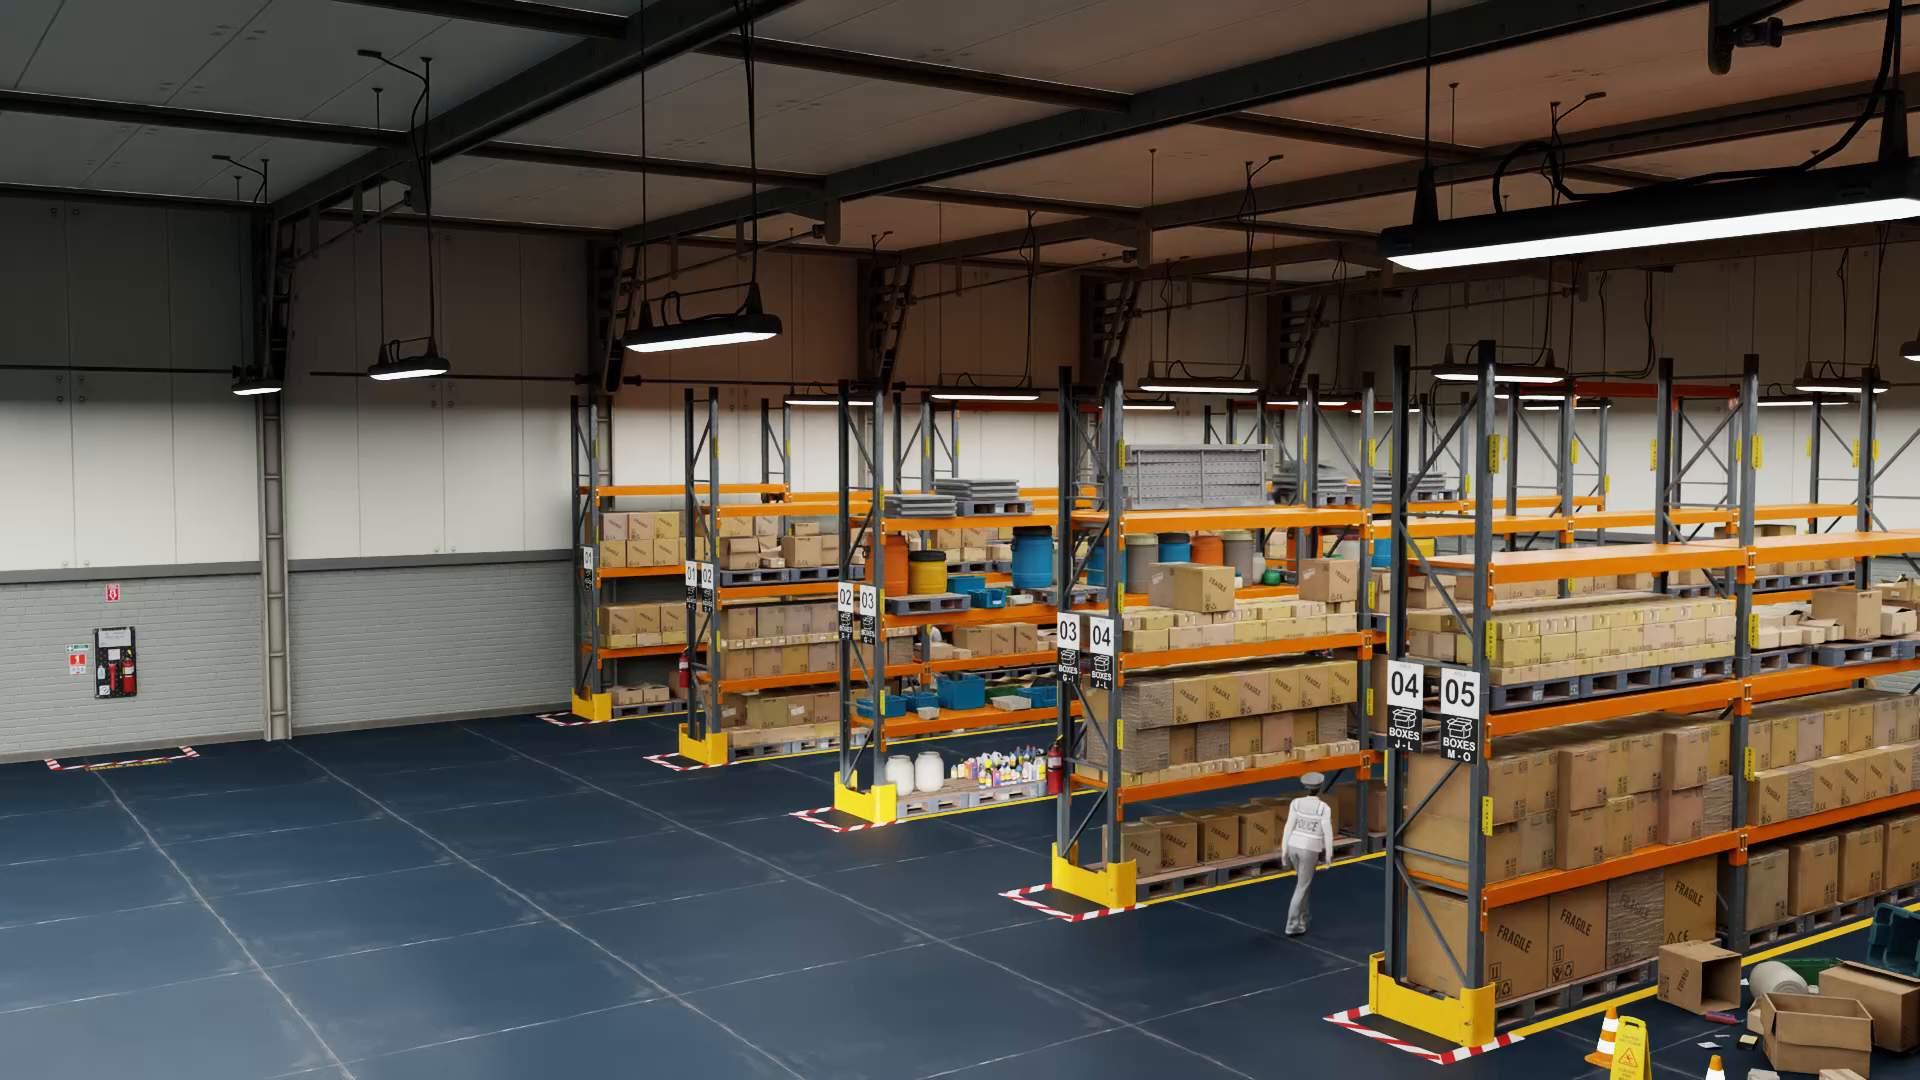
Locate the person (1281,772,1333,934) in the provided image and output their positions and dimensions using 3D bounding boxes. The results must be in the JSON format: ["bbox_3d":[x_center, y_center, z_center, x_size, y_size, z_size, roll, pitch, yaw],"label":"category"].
[{"bbox_3d":[3.629,3.307,17.388,0.580,1.732,0.466,-3,4,-40],"label":"person"}]

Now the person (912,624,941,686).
[{"bbox_3d":[-0.593,2.227,32.212,0.641,1.599,0.685,-2,4,-29],"label":"person"}]

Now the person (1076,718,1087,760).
[{"bbox_3d":[2.129,2.766,26.763,0.761,1.563,0.426,0,3,-2],"label":"person"}]

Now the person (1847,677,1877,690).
[{"bbox_3d":[15.485,2.620,28.463,0.465,1.627,0.946,-1,4,-23],"label":"person"}]
